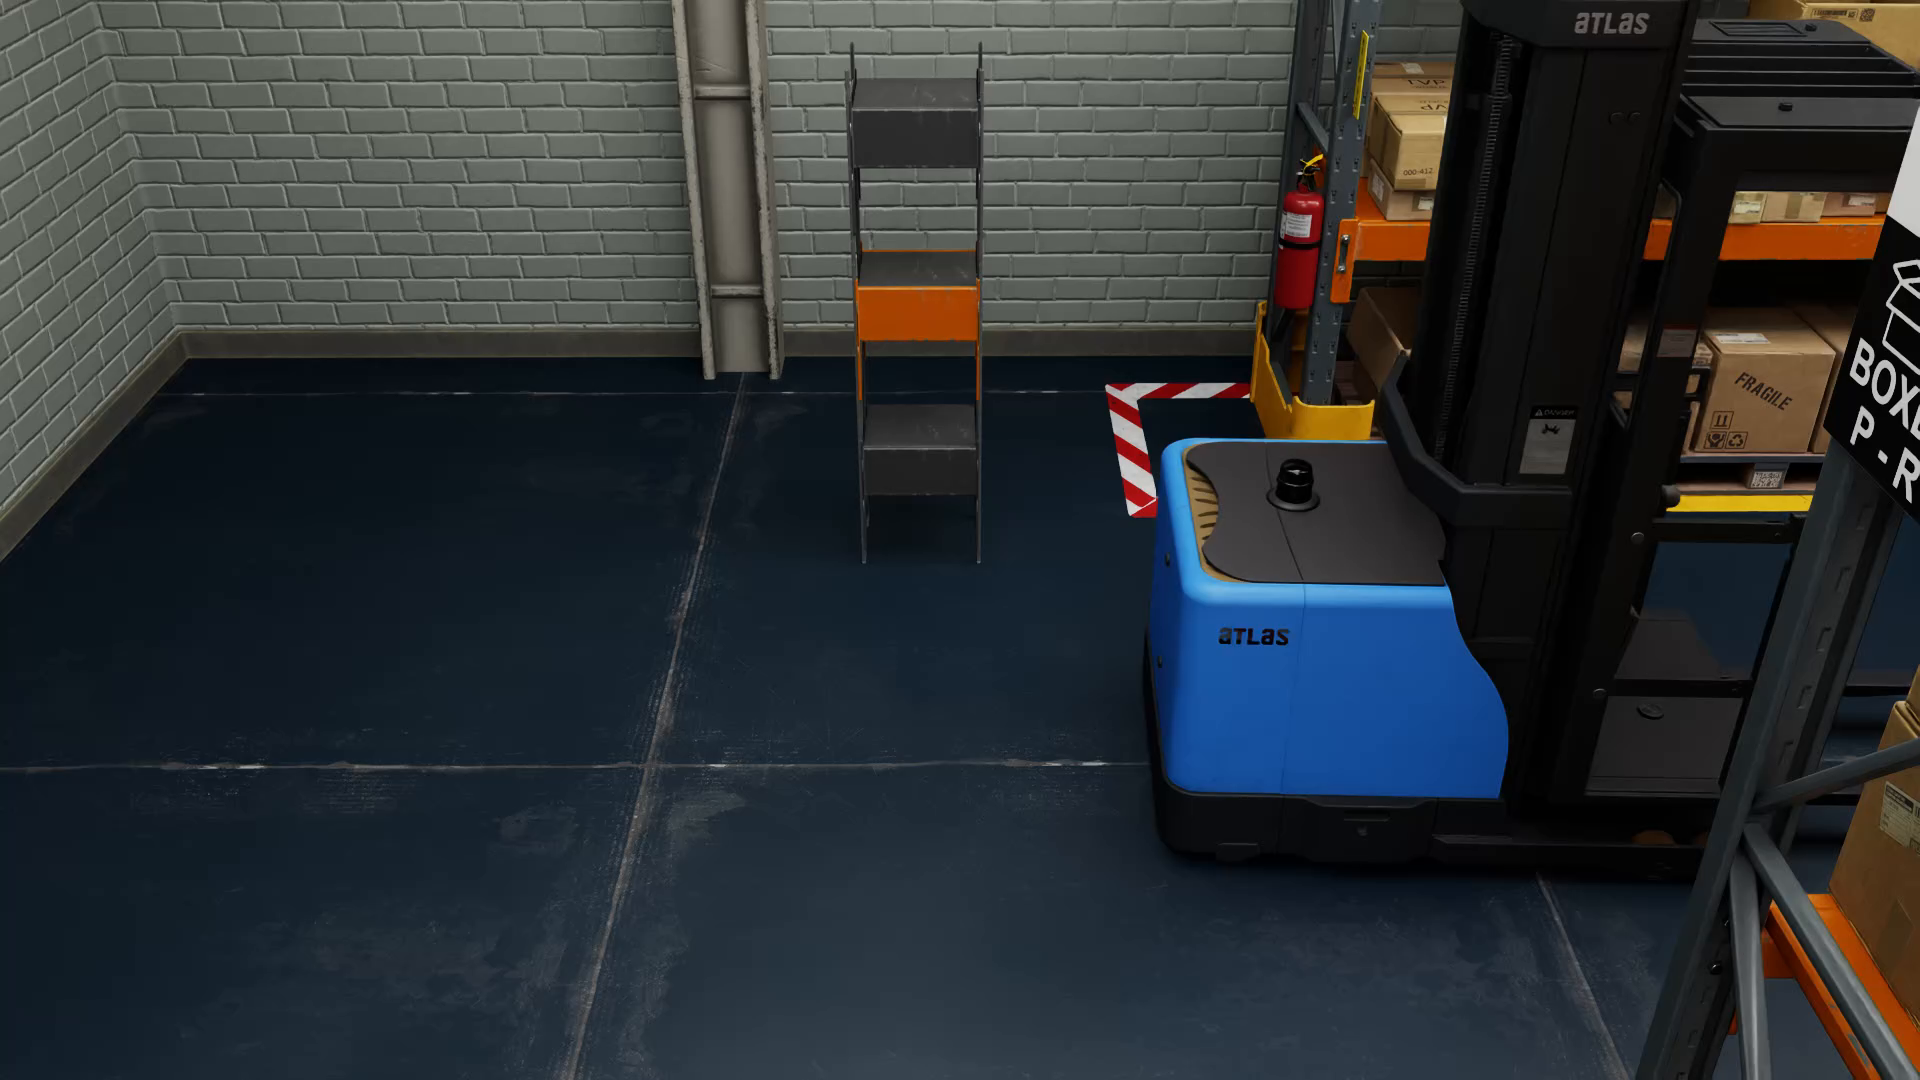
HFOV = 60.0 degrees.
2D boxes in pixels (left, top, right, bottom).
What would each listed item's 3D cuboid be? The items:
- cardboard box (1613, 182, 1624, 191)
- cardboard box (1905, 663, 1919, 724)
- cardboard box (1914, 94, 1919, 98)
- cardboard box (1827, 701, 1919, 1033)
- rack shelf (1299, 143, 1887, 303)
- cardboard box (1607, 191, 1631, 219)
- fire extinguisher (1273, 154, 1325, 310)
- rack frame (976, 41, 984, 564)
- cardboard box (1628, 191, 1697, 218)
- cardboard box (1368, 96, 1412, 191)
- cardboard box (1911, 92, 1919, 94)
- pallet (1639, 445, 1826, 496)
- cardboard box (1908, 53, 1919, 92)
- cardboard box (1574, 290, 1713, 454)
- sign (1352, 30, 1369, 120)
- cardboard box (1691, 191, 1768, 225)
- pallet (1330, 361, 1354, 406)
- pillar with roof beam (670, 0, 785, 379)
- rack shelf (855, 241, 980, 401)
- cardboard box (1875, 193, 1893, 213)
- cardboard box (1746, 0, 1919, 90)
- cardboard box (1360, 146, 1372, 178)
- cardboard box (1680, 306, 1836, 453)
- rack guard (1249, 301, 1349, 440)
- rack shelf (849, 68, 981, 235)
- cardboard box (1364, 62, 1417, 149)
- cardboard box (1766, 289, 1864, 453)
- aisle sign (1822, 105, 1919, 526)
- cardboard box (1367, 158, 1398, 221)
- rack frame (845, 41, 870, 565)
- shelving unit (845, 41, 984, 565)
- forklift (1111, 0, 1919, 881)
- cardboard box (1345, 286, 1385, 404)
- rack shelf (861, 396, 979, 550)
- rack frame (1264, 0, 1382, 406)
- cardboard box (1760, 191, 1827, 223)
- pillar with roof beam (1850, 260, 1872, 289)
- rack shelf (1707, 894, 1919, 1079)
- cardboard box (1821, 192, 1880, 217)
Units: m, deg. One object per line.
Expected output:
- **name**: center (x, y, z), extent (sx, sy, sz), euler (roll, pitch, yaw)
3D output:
- **cardboard box**: center (2.528, -1.664, 6.959), extent (0.500, 0.250, 0.500), euler (0, 31, 0)
- **cardboard box**: center (2.083, 0.242, 2.900), extent (0.500, 0.500, 0.500), euler (1, 31, 1)
- **cardboard box**: center (4.061, -1.681, 6.987), extent (0.500, 0.250, 0.500), euler (0, 31, -1)
- **cardboard box**: center (2.083, 0.655, 3.182), extent (0.500, 0.500, 0.500), euler (0, 31, 0)
- **rack shelf**: center (3.569, -1.437, 7.419), extent (4.000, 0.370, 1.077), euler (0, 31, 0)
- **cardboard box**: center (2.669, -1.502, 7.076), extent (0.250, 0.149, 0.380), euler (1, 31, 1)
- **fire extinguisher**: center (1.425, -1.305, 6.943), extent (0.183, 0.674, 0.296), euler (0, 31, 0)
- **rack frame**: center (0.078, -0.898, 6.706), extent (0.015, 2.100, 0.400), euler (0, 31, 0)
- **cardboard box**: center (2.935, -1.506, 7.082), extent (0.250, 0.149, 0.380), euler (0, 31, 0)
- **cardboard box**: center (2.024, -1.663, 6.956), extent (0.500, 0.250, 0.500), euler (0, 31, 0)
- **cardboard box**: center (4.055, -1.946, 7.424), extent (0.500, 0.250, 0.500), euler (0, 31, 1)
- **pallet**: center (3.659, -0.551, 7.955), extent (1.213, 0.211, 1.003), euler (0, 31, 0)
- **cardboard box**: center (4.078, -2.267, 7.230), extent (0.500, 0.500, 0.500), euler (-1, 31, -2)
- **cardboard box**: center (3.036, -0.784, 7.655), extent (0.500, 0.500, 0.700), euler (1, 31, 2)
- **sign**: center (1.572, -1.826, 6.534), extent (0.005, 0.325, 0.100), euler (0, 31, 0)
- **cardboard box**: center (3.188, -1.467, 7.019), extent (0.250, 0.149, 0.380), euler (-1, 31, -2)
- **pallet**: center (2.442, -0.549, 7.951), extent (1.213, 0.211, 1.003), euler (0, 31, 0)
- **pillar with roof beam**: center (-1.107, -2.529, 2.743), extent (0.400, 9.000, 9.100), euler (0, 31, 0)
- **rack shelf**: center (-0.166, -0.885, 6.712), extent (0.480, 0.518, 0.431), euler (0, 31, 0)
- **cardboard box**: center (3.955, -1.541, 7.140), extent (0.250, 0.149, 0.380), euler (0, 31, 0)
- **cardboard box**: center (3.524, -1.988, 6.770), extent (0.500, 0.500, 0.500), euler (1, 31, 1)
- **cardboard box**: center (1.899, -1.771, 7.519), extent (0.250, 0.149, 0.380), euler (-1, 31, -1)
- **cardboard box**: center (3.565, -0.734, 7.573), extent (0.500, 0.500, 0.500), euler (0, 31, 1)
- **rack guard**: center (1.645, -0.669, 7.871), extent (0.348, 0.500, 1.175), euler (0, 31, 0)
- **rack shelf**: center (-0.166, -1.484, 6.348), extent (0.480, 0.518, 0.431), euler (0, 31, 0)
- **cardboard box**: center (2.027, -1.940, 7.414), extent (0.500, 0.250, 0.500), euler (1, 31, 1)
- **cardboard box**: center (4.074, -0.787, 7.661), extent (0.500, 0.500, 0.700), euler (-1, 31, -2)
- **aisle sign**: center (1.529, -0.435, 2.569), extent (0.004, 0.787, 0.394), euler (0, 31, 0)
- **cardboard box**: center (1.899, -1.489, 7.055), extent (0.250, 0.149, 0.380), euler (0, 31, -1)
- **rack frame**: center (-0.410, -0.896, 6.703), extent (0.015, 2.100, 0.400), euler (0, 31, 0)
- **shelving unit**: center (-0.166, -0.897, 6.704), extent (0.503, 2.100, 0.431), euler (0, 31, 0)
- **forklift**: center (2.067, -0.424, 5.122), extent (3.031, 2.935, 1.130), euler (1, 31, 1)
- **cardboard box**: center (2.181, -0.803, 7.683), extent (0.637, 0.503, 0.797), euler (-1, 31, -2)
- **rack shelf**: center (-0.166, -0.287, 7.075), extent (0.480, 0.518, 0.431), euler (0, 31, 0)
- **rack frame**: center (1.569, -1.738, 7.223), extent (0.127, 3.000, 1.000), euler (0, 31, 0)
- **cardboard box**: center (3.451, -1.479, 7.038), extent (0.250, 0.149, 0.380), euler (1, 31, 1)
- **pillar with roof beam**: center (4.893, -2.547, 2.774), extent (0.400, 9.000, 9.100), euler (0, 31, 0)
- **rack shelf**: center (3.603, 1.138, 3.176), extent (4.000, 0.370, 1.077), euler (0, 31, 0)
- **cardboard box**: center (3.708, -1.515, 7.098), extent (0.250, 0.149, 0.380), euler (0, 31, 0)
